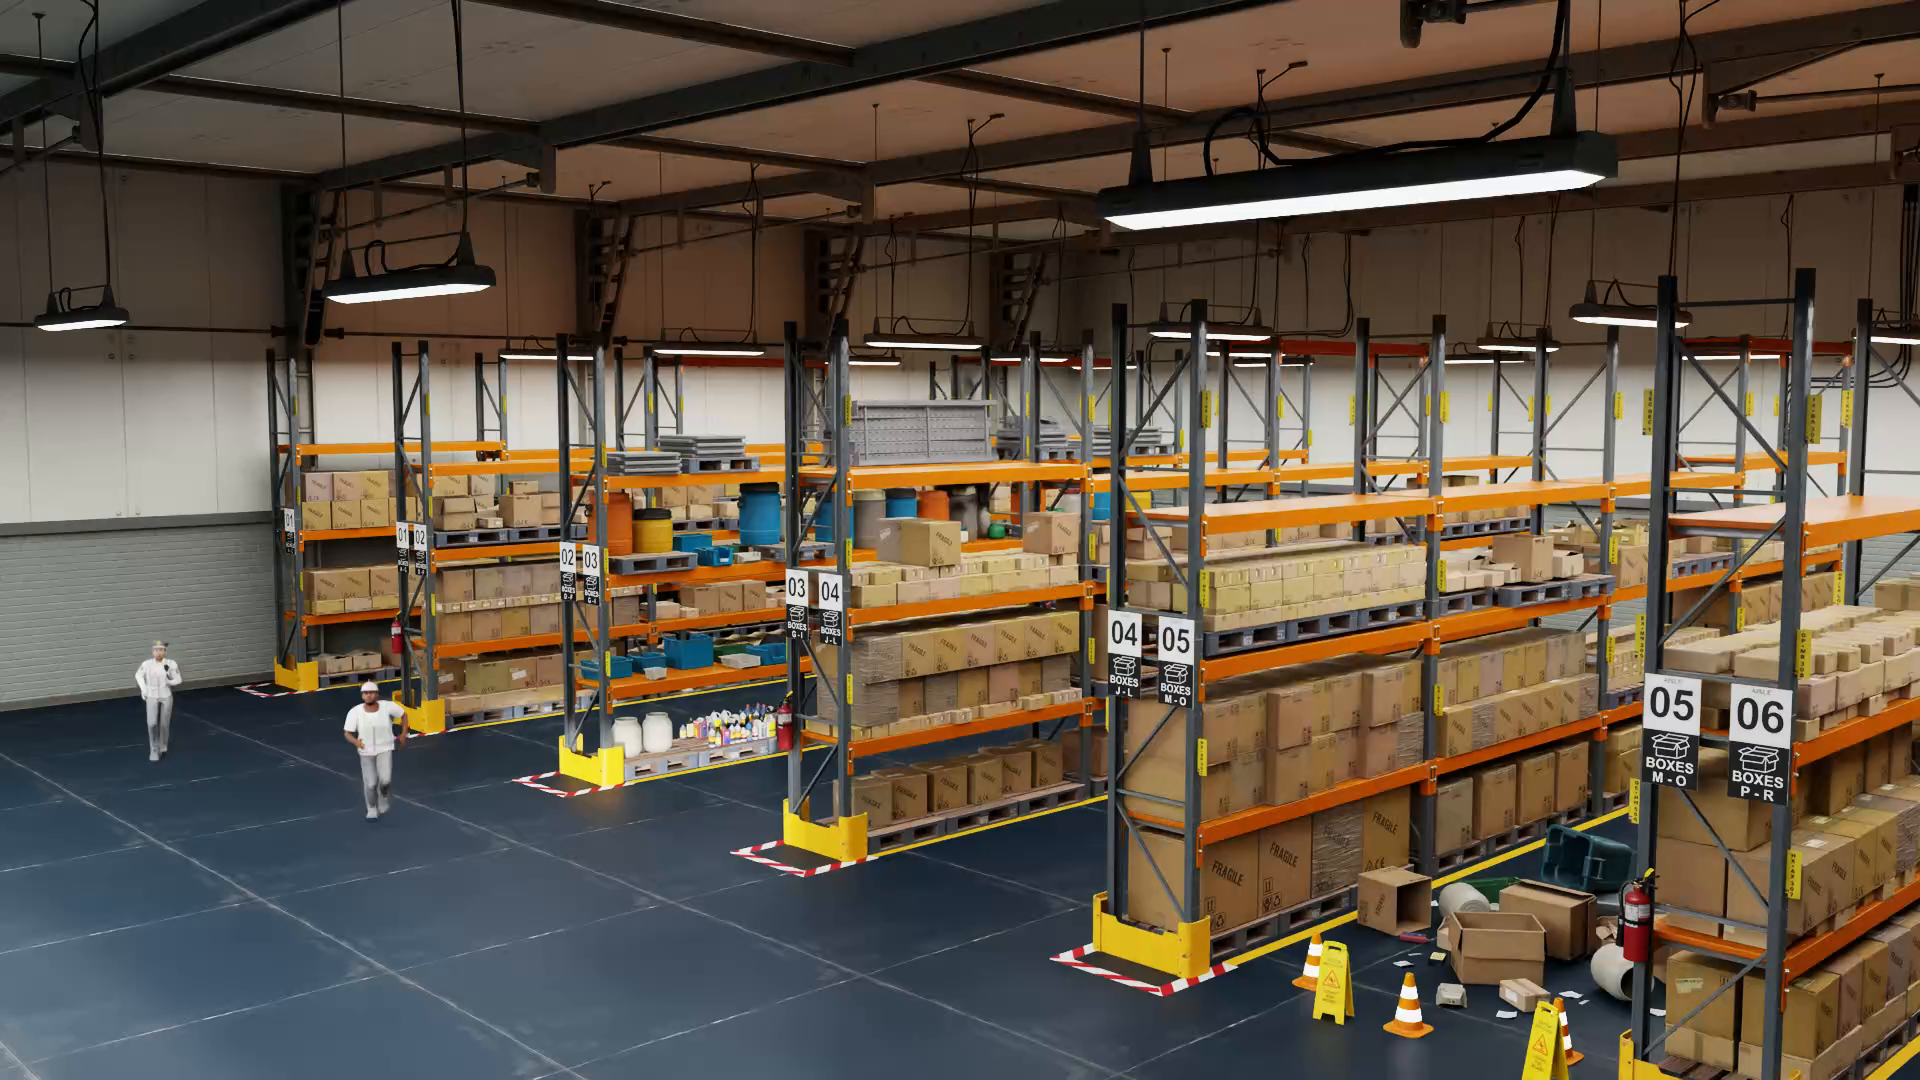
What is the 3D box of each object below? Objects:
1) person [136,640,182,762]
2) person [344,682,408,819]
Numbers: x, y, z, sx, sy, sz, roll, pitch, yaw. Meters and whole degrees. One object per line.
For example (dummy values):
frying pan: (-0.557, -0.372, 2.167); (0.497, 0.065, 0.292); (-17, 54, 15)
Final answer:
person: (-11.403, 2.286, 23.692); (0.589, 1.733, 0.723); (-2, 6, -26)
person: (-7.055, 2.558, 20.109); (0.723, 1.716, 0.751); (-1, 5, -16)
